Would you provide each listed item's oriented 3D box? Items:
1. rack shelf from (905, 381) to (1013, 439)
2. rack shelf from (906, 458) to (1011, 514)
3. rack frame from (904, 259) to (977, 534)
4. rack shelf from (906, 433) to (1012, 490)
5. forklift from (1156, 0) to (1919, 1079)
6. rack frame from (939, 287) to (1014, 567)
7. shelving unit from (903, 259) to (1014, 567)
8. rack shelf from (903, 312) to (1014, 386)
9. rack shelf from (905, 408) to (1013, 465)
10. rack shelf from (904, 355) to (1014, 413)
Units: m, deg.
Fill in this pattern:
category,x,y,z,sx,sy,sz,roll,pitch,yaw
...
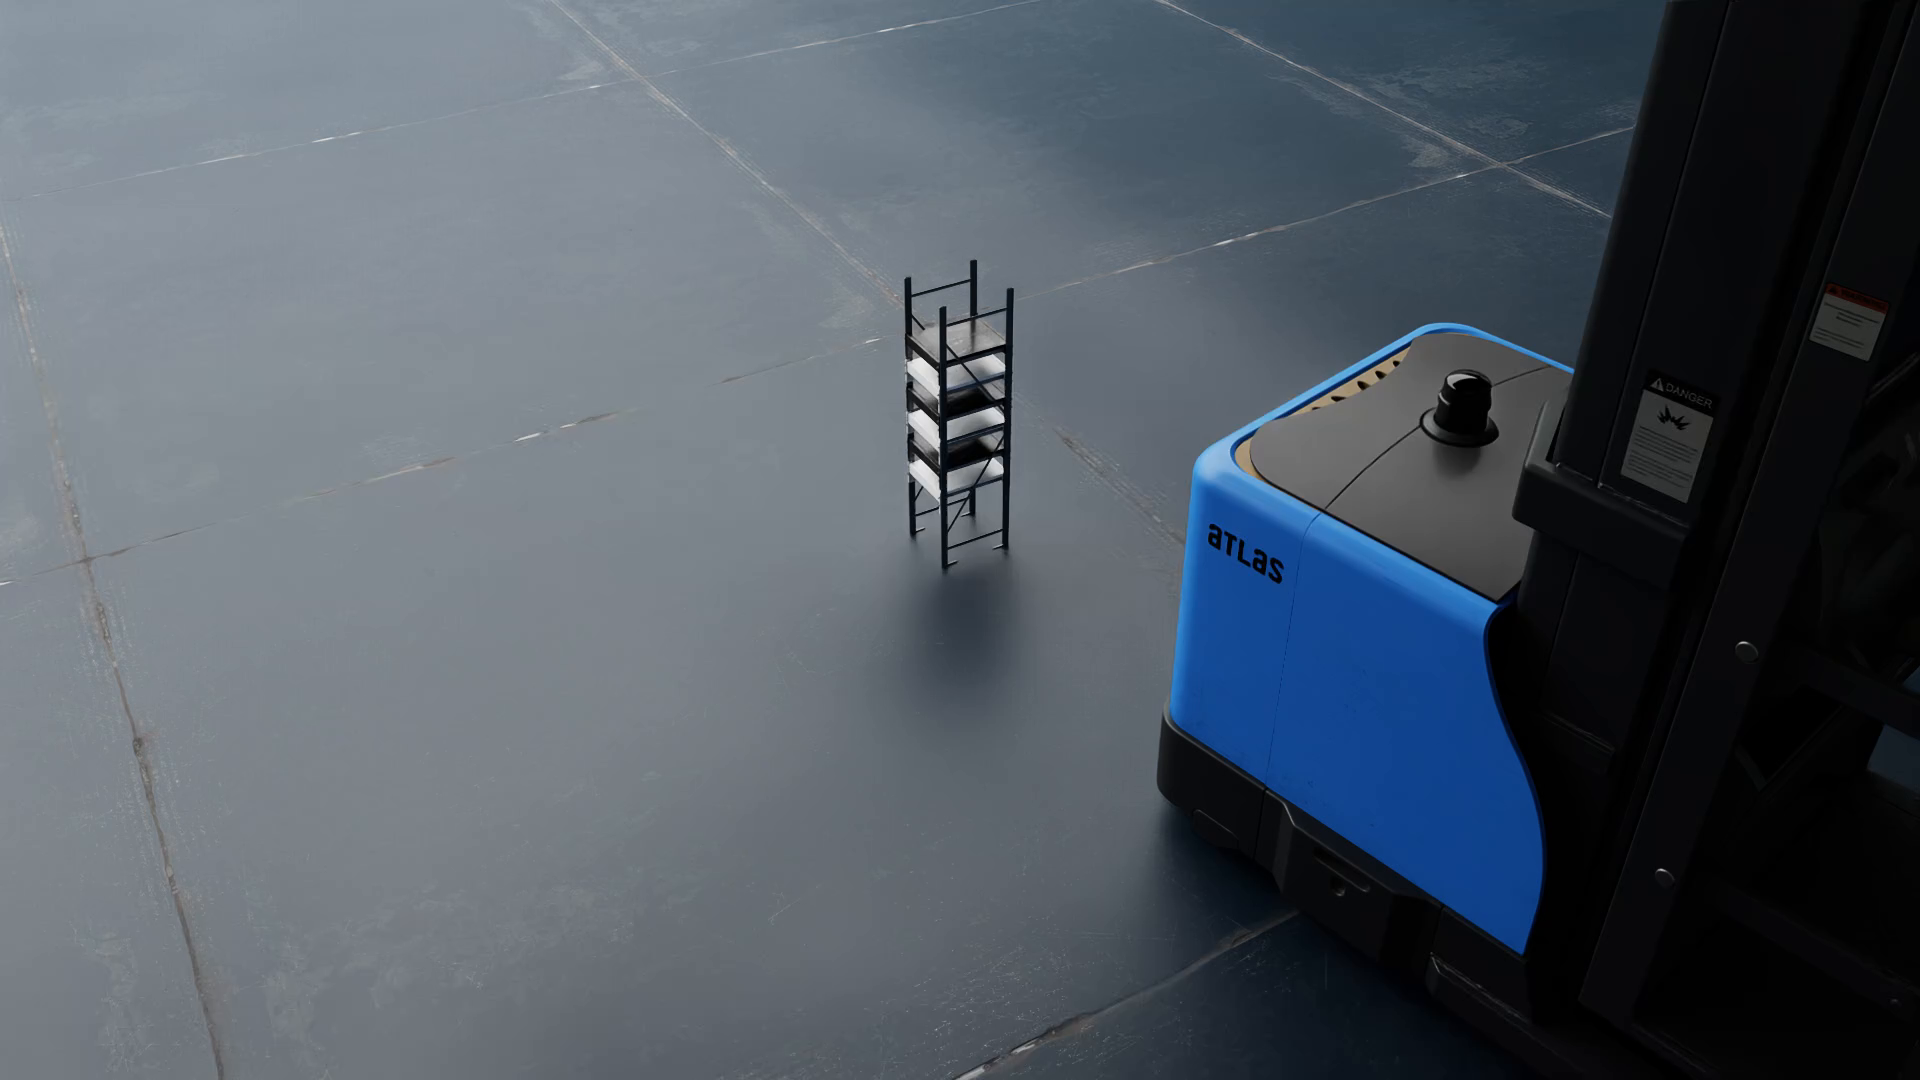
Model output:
category,x,y,z,sx,sy,sz,roll,pitch,yaw
rack shelf,-0.004,-0.413,4.957,0.258,0.077,0.200,-19,40,-24
rack shelf,-0.004,-0.195,5.116,0.258,0.077,0.200,-19,40,-24
rack frame,-0.055,-0.419,5.061,0.240,0.900,0.006,-19,40,-24
rack shelf,-0.004,-0.268,5.063,0.258,0.077,0.200,-19,40,-24
forklift,1.873,-0.060,2.846,1.130,2.935,3.031,-29,45,-33
rack frame,0.047,-0.316,4.919,0.240,0.900,0.006,-19,40,-24
shelving unit,-0.004,-0.368,4.990,0.258,0.900,0.210,-19,40,-24
rack shelf,-0.004,-0.559,4.851,0.258,0.077,0.200,-19,40,-24
rack shelf,-0.004,-0.341,5.010,0.258,0.077,0.200,-19,40,-24
rack shelf,-0.004,-0.486,4.904,0.258,0.077,0.200,-19,40,-24
